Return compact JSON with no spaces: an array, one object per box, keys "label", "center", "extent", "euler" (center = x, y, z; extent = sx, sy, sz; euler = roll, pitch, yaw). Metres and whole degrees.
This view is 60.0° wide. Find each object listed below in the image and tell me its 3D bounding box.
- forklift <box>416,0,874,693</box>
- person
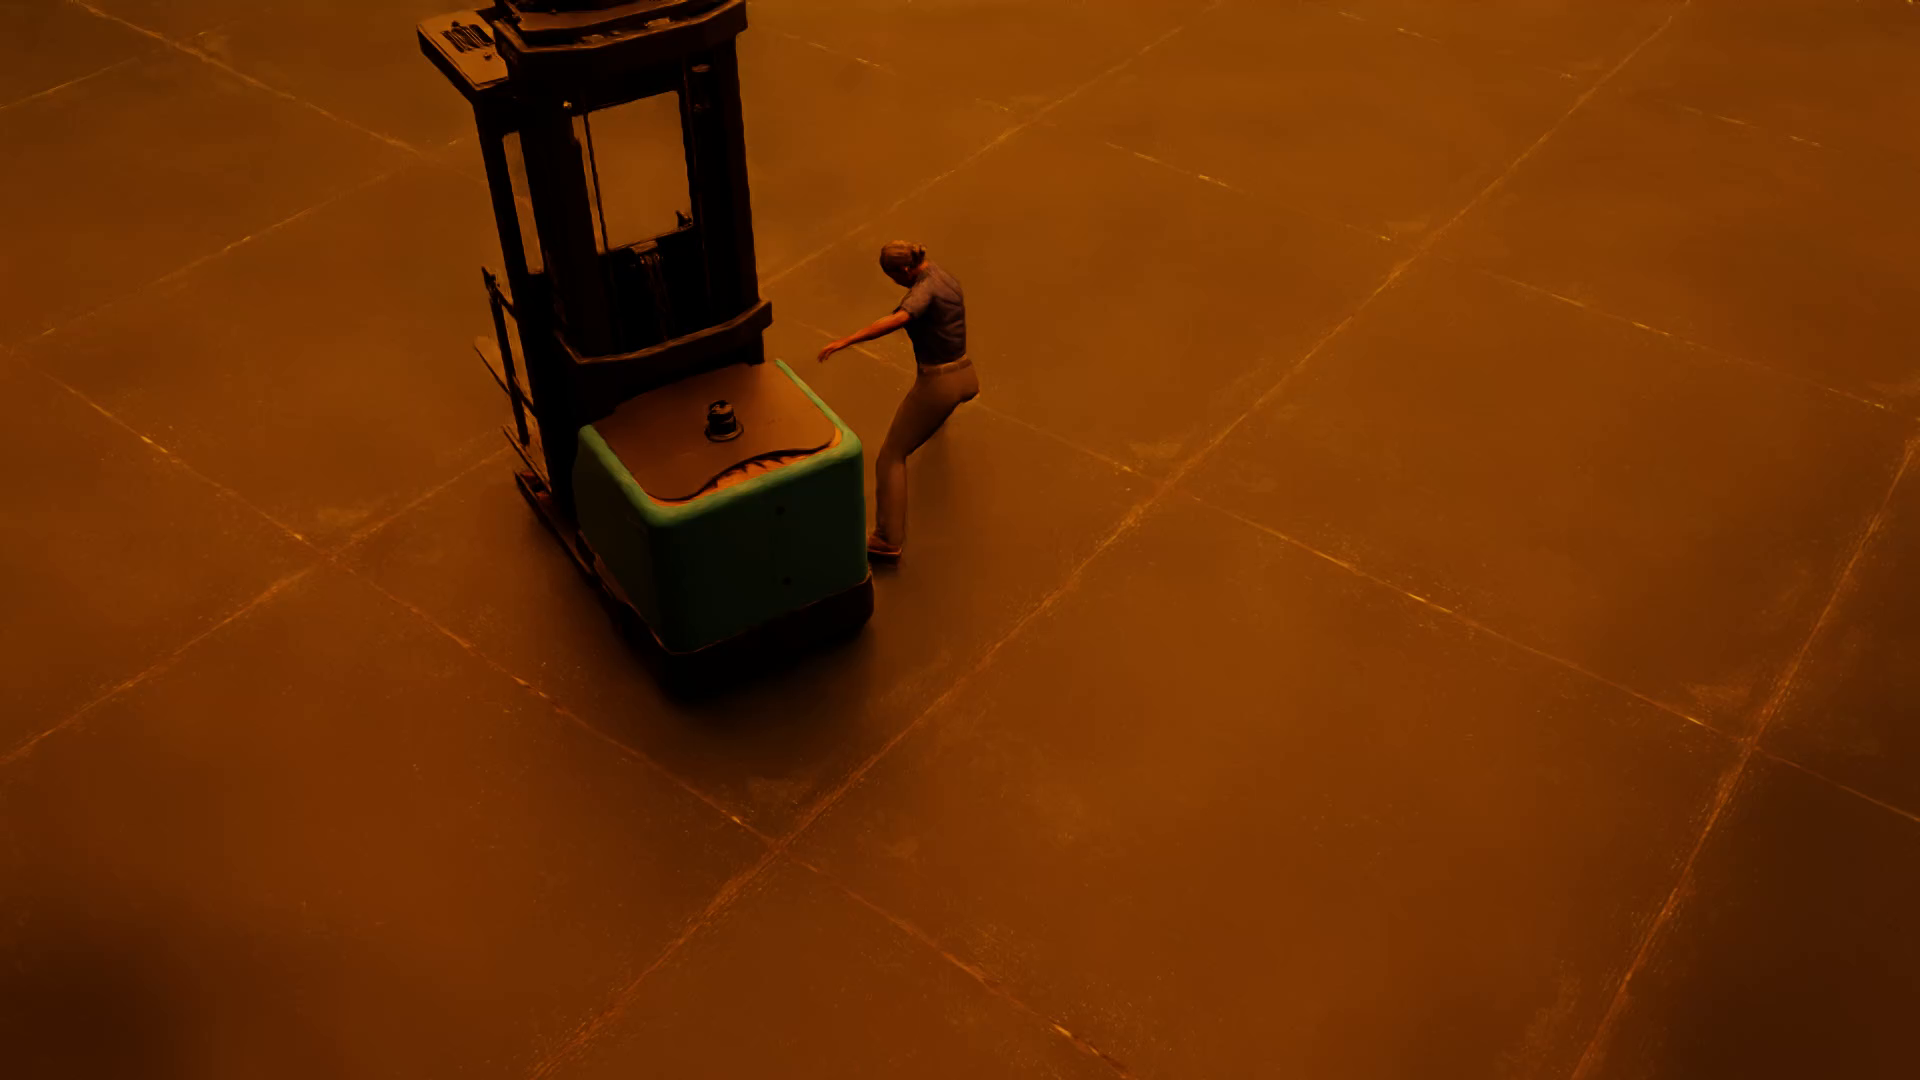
[{"label":"forklift","center":[-1.625,-1.360,7.669],"extent":[1.130,2.935,3.031],"euler":[-23,45,-24]},{"label":"person","center":[-0.267,-0.816,8.285],"extent":[0.767,1.324,1.269],"euler":[26,47,27]}]
